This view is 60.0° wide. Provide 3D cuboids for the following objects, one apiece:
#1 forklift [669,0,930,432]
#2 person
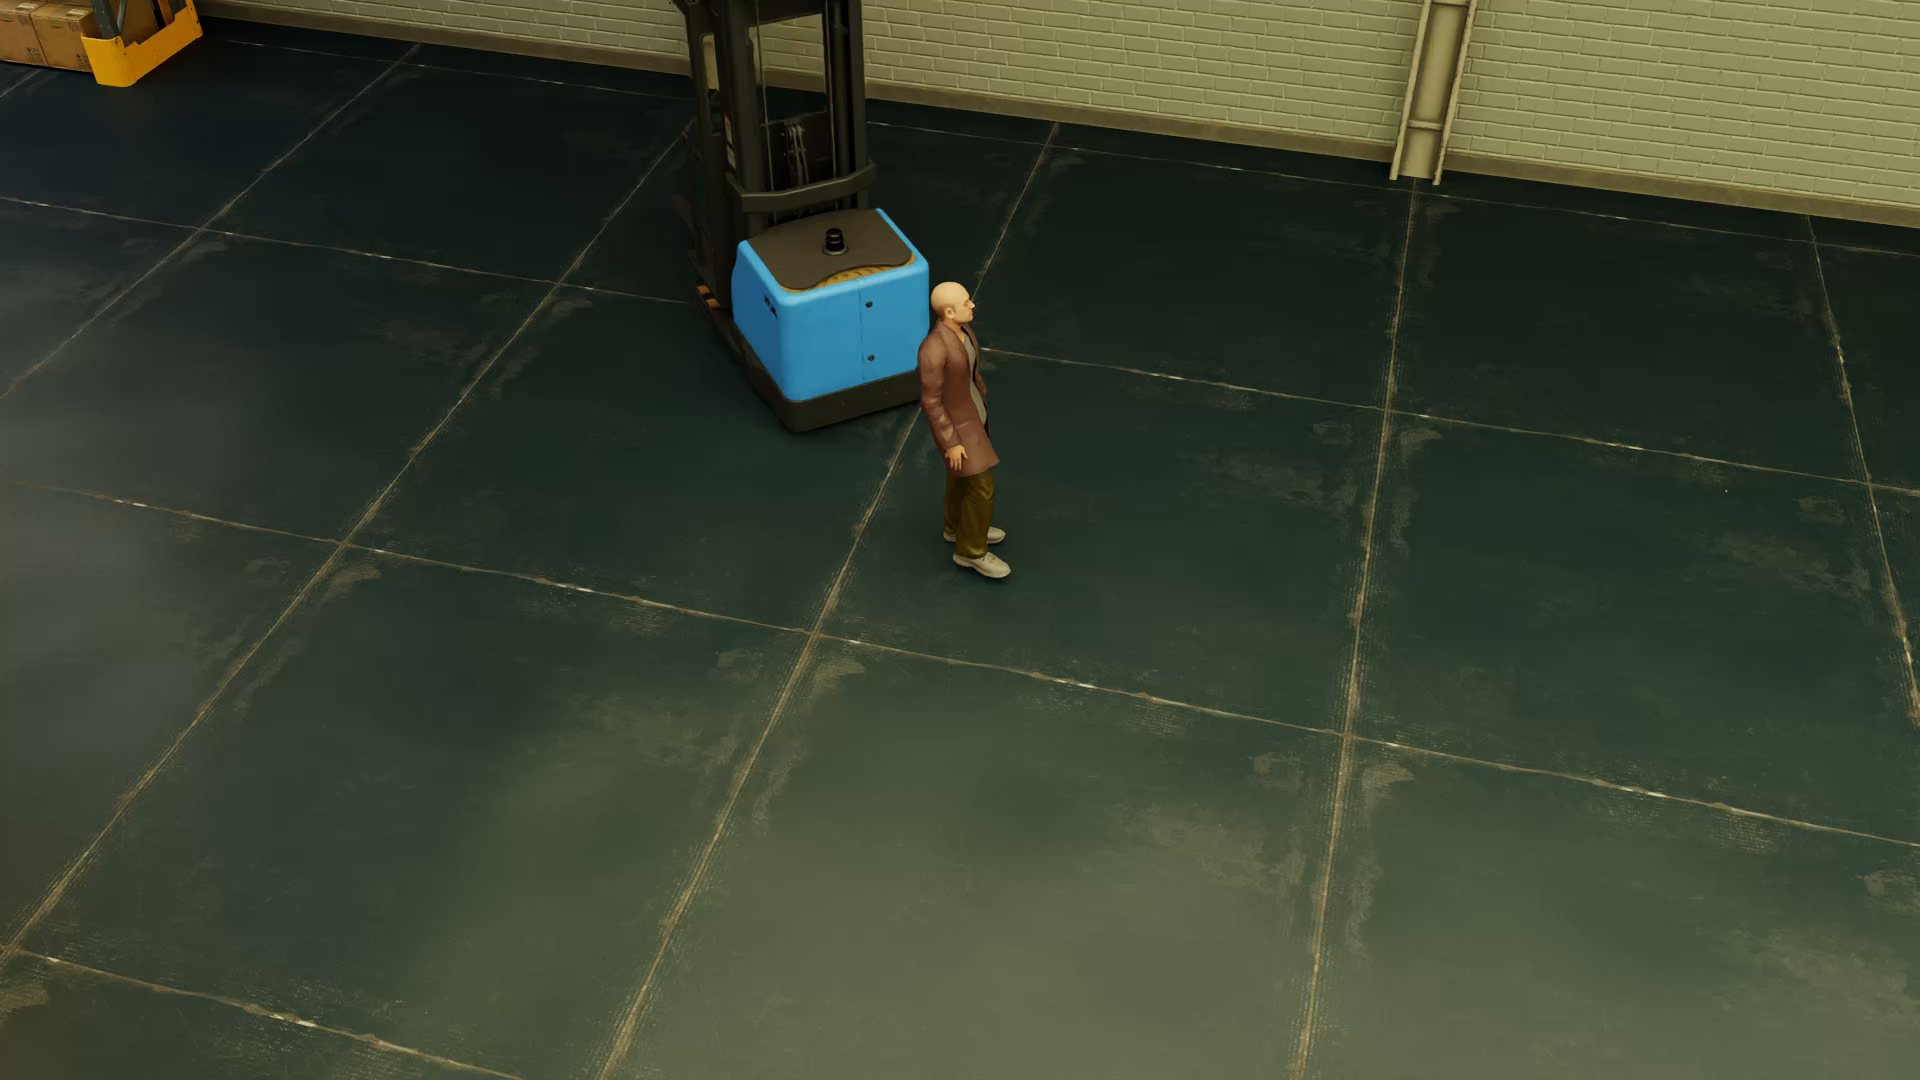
[{"bbox_3d":[-1.273,-2.773,11.025,1.130,2.935,3.031,-18,44,-19],"label":"forklift"},{"bbox_3d":[0.087,-0.655,9.473,0.583,1.774,0.694,10,42,11],"label":"person"}]
